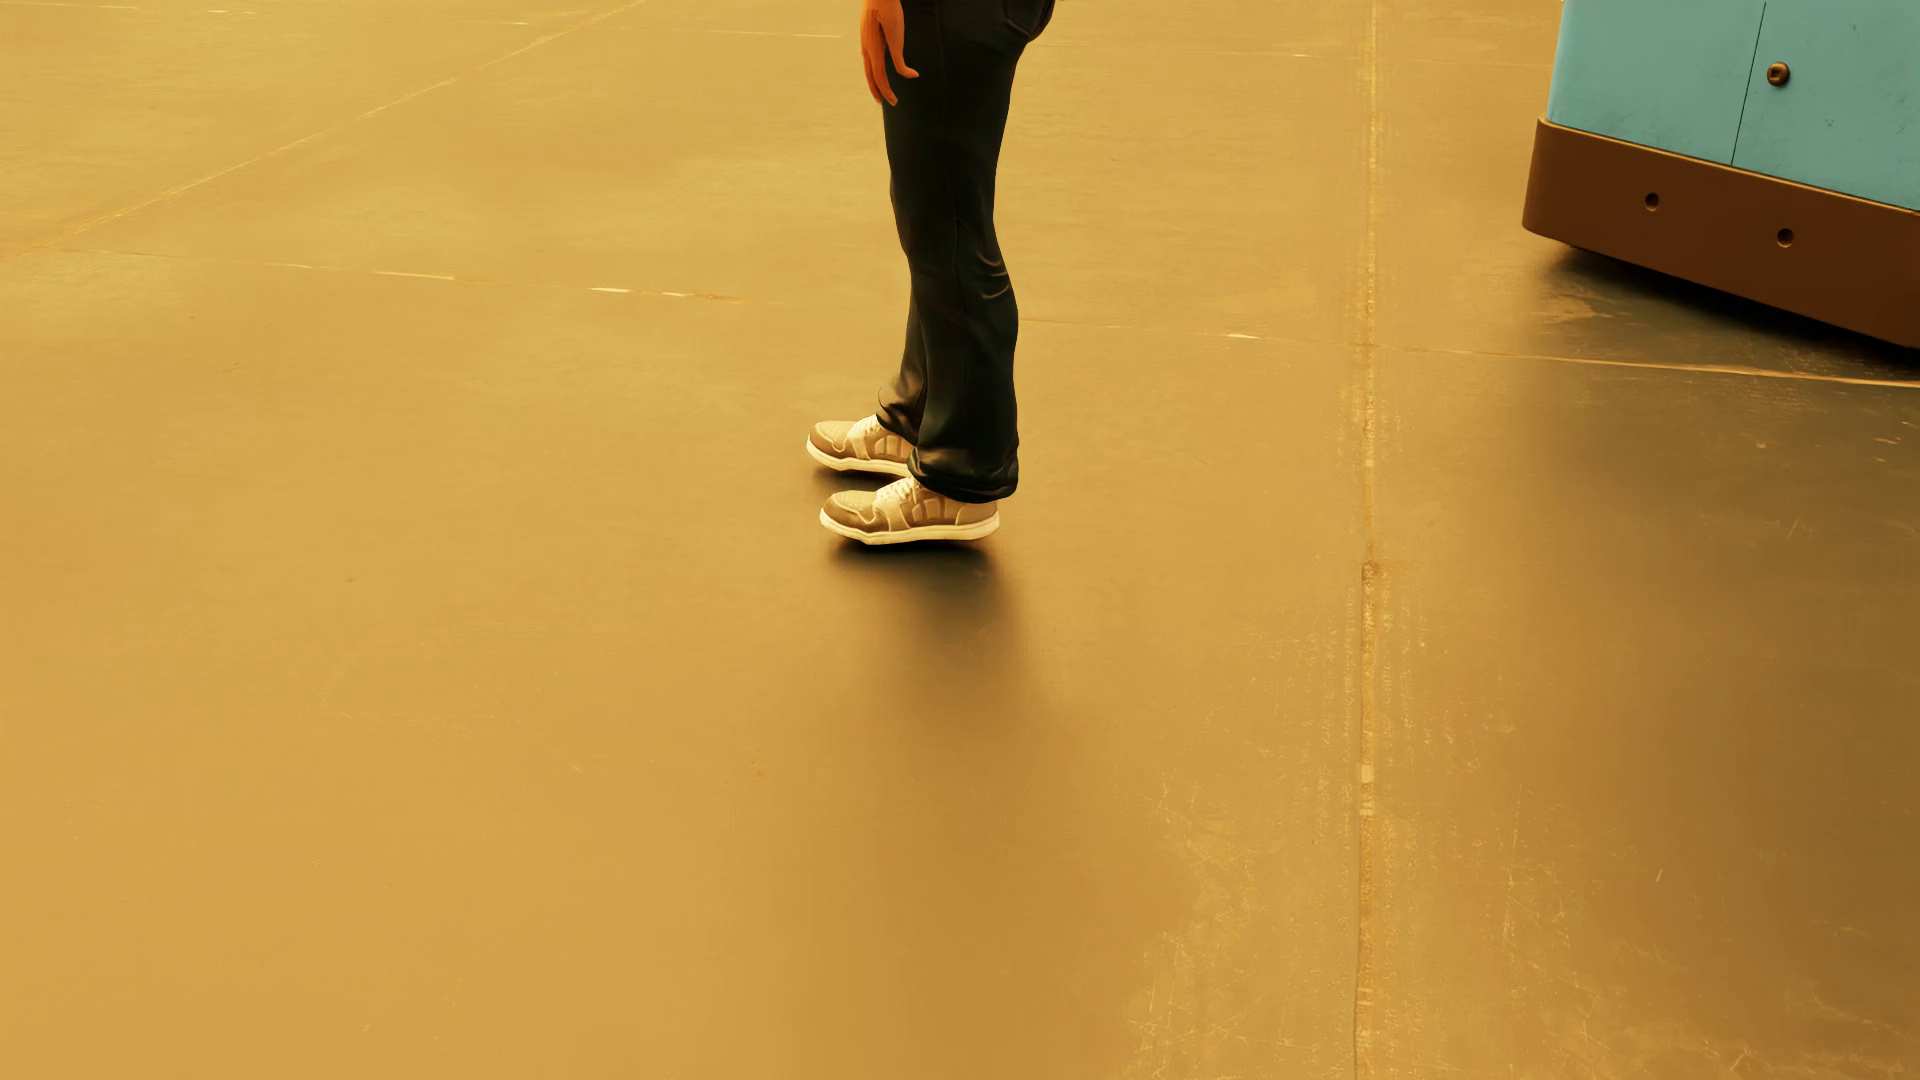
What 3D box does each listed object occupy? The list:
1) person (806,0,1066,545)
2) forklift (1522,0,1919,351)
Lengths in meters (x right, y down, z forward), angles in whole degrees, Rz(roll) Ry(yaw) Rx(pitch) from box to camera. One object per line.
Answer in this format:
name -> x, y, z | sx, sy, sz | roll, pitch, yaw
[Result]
person -> -0.069, -0.733, 2.163 | 0.475, 1.596, 0.520 | 6, 27, 11
forklift -> 2.785, -2.119, 3.447 | 3.031, 2.935, 1.130 | -16, 31, -28
